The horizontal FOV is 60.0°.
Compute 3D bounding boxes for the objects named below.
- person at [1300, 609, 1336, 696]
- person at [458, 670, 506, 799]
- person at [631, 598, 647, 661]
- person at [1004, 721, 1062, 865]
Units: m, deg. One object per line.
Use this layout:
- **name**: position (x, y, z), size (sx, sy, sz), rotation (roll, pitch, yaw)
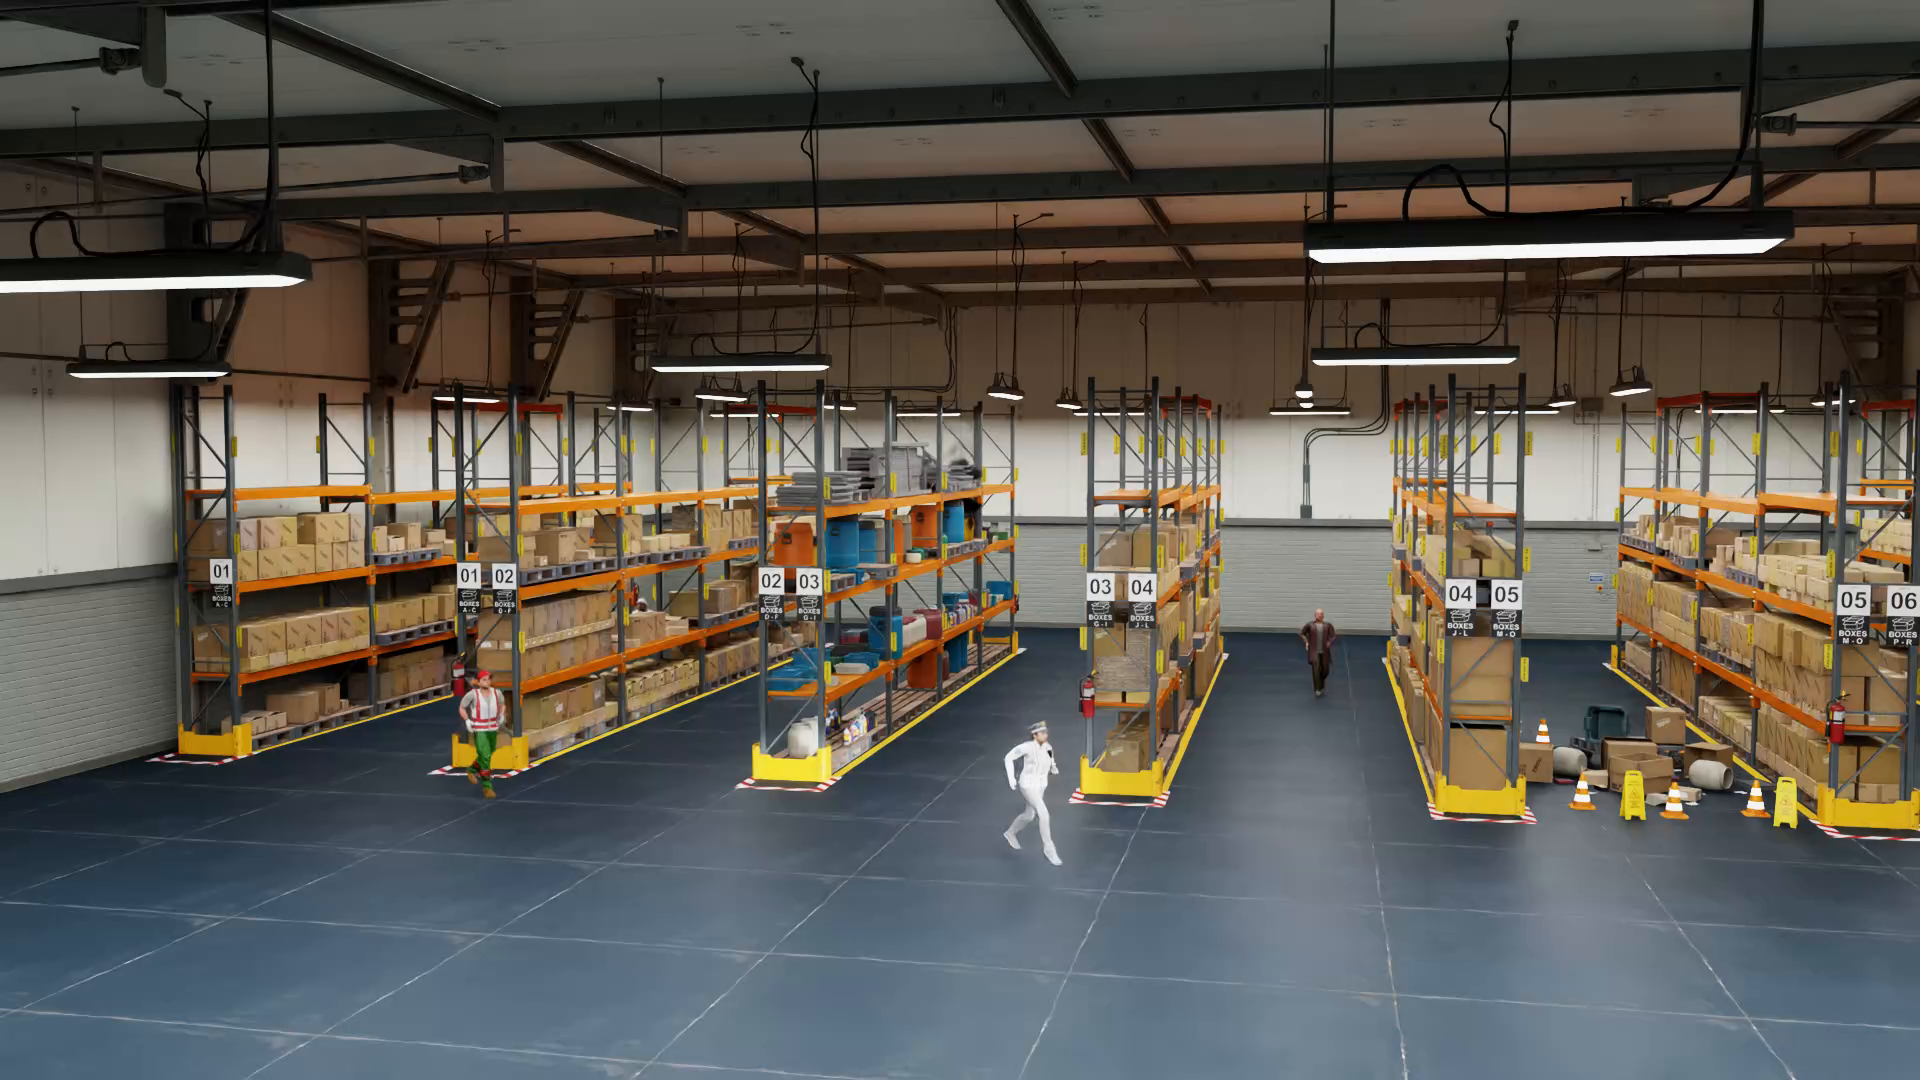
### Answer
- **person**: position (7.219, 2.258, 33.503), size (0.715, 1.735, 0.762), rotation (0, 3, 5)
- **person**: position (-6.861, 2.757, 23.973), size (0.665, 1.802, 0.889), rotation (-3, 4, -42)
- **person**: position (-6.845, 2.120, 35.884), size (0.687, 1.743, 0.704), rotation (0, 3, 7)
- **person**: position (0.877, 3.033, 20.196), size (0.634, 1.726, 0.927), rotation (-3, 4, -44)
